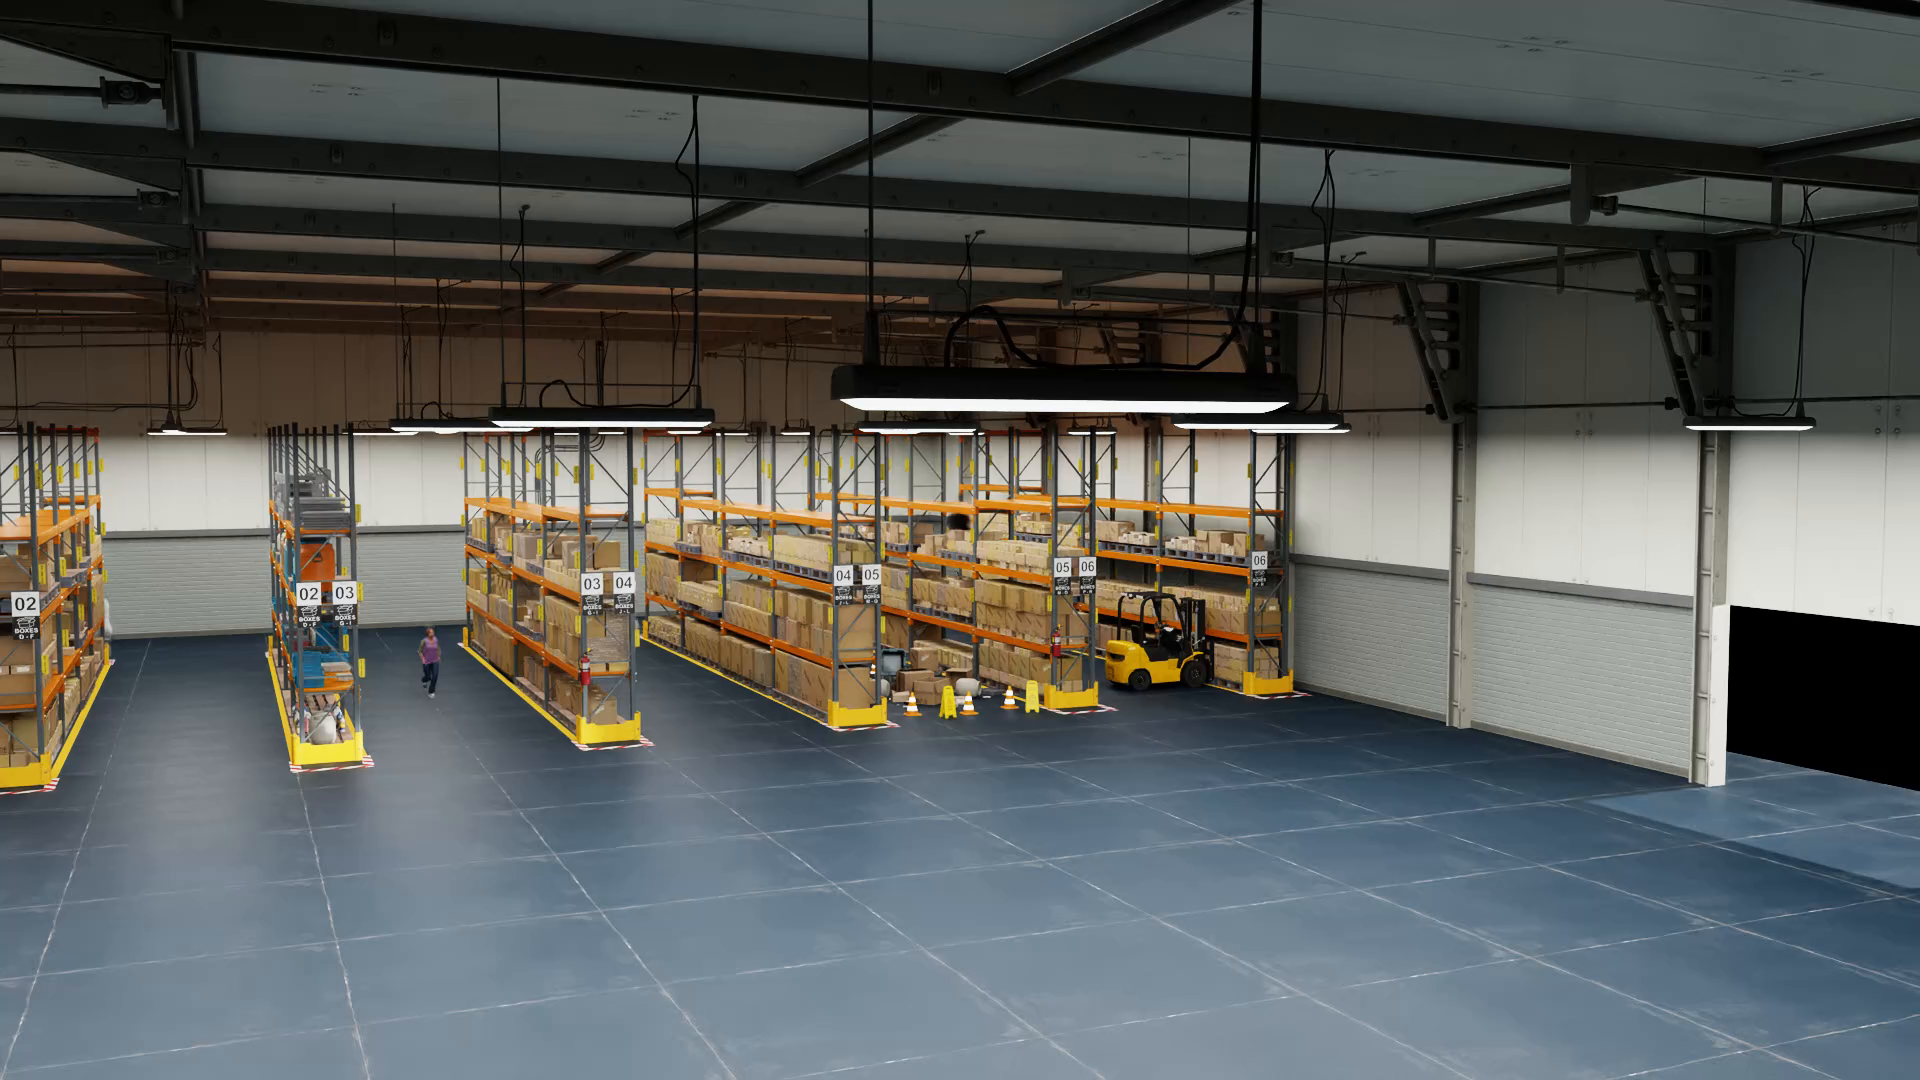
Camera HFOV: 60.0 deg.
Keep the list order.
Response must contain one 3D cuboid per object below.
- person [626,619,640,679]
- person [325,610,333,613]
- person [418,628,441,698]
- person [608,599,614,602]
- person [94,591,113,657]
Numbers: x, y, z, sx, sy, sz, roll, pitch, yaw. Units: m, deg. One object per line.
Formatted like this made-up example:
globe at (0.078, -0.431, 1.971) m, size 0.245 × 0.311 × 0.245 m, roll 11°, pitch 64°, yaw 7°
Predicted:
person at (-7.908, 2.462, 39.730) m, size 0.547 × 1.686 × 0.699 m, roll -2°, pitch 4°, yaw -34°
person at (-17.756, 2.040, 46.677) m, size 0.697 × 1.668 × 0.867 m, roll 2°, pitch 4°, yaw 32°
person at (-11.759, 2.710, 36.857) m, size 0.516 × 1.552 × 0.662 m, roll -2°, pitch 4°, yaw -31°
person at (-9.864, 1.940, 48.043) m, size 0.659 × 1.848 × 0.697 m, roll 0°, pitch 4°, yaw 5°
person at (-22.573, 2.165, 43.645) m, size 0.739 × 1.819 × 0.660 m, roll 2°, pitch 4°, yaw 31°
